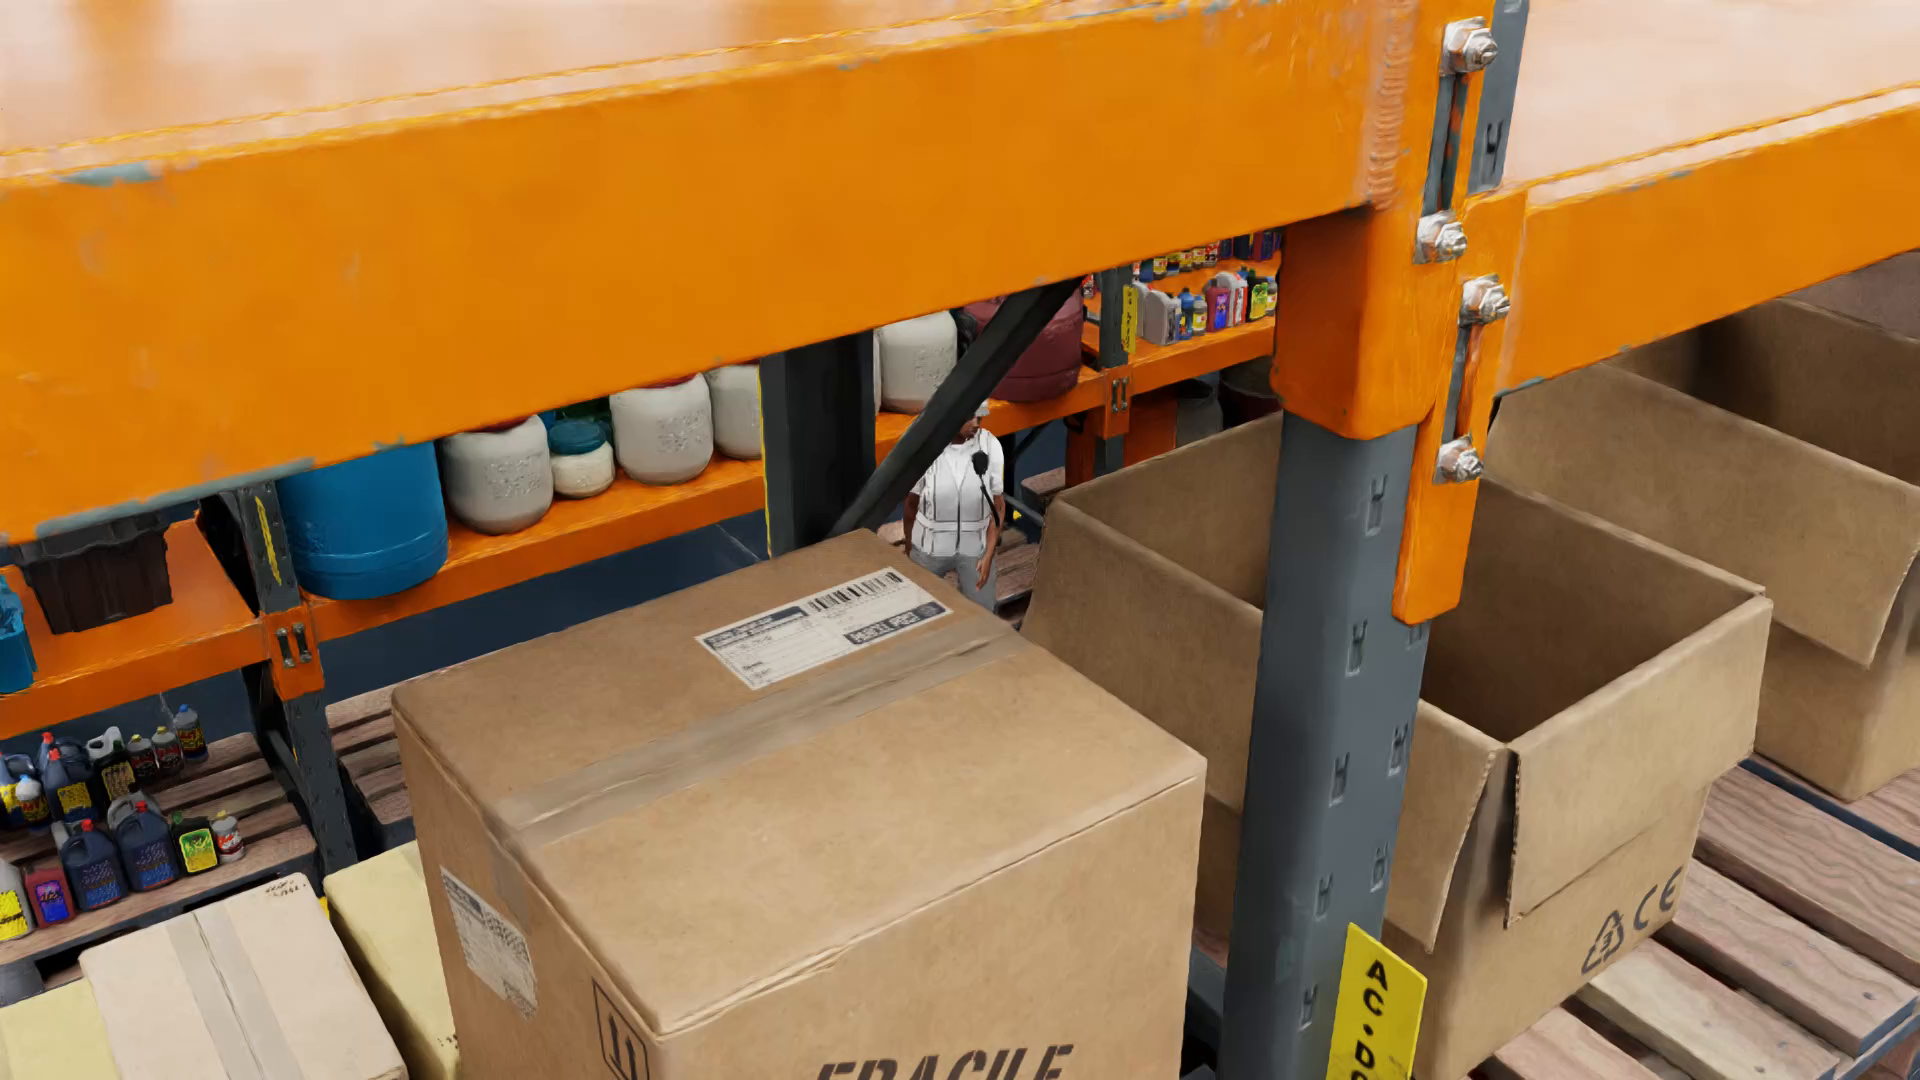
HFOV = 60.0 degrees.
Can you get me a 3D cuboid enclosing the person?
[{"bbox_3d":[-0.101,0.052,7.541,0.654,1.650,0.591,-3,29,-6],"label":"person"}]
